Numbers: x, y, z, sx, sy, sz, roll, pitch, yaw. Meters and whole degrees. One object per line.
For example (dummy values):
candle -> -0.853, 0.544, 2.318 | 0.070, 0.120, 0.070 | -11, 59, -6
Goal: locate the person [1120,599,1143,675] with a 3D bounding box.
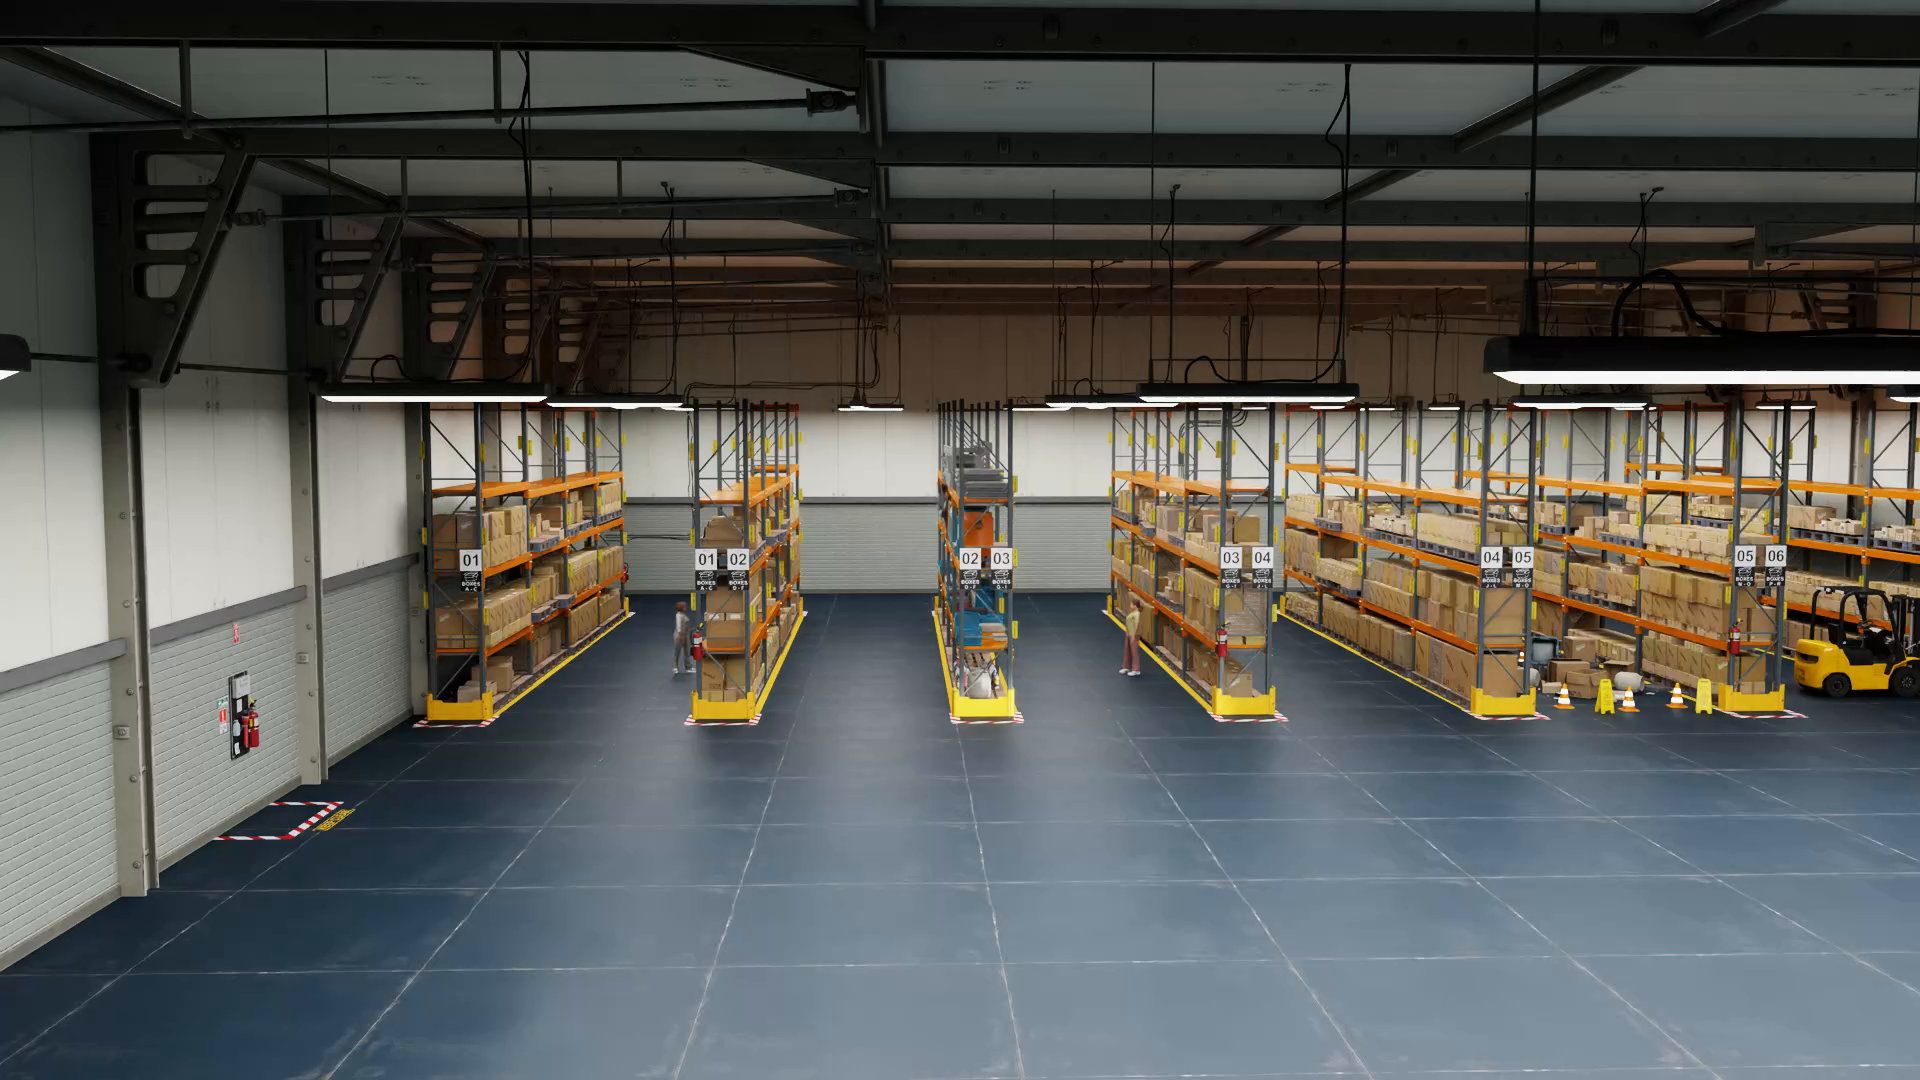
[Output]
person -> 3.766, 2.114, 36.490 | 0.470, 1.668, 0.511 | -1, 5, -17

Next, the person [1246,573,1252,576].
person -> 8.283, 1.319, 47.171 | 0.537, 1.646, 0.928 | 1, 4, 7

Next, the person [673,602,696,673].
person -> -6.118, 2.146, 36.694 | 0.562, 1.583, 0.445 | 2, 5, 26
